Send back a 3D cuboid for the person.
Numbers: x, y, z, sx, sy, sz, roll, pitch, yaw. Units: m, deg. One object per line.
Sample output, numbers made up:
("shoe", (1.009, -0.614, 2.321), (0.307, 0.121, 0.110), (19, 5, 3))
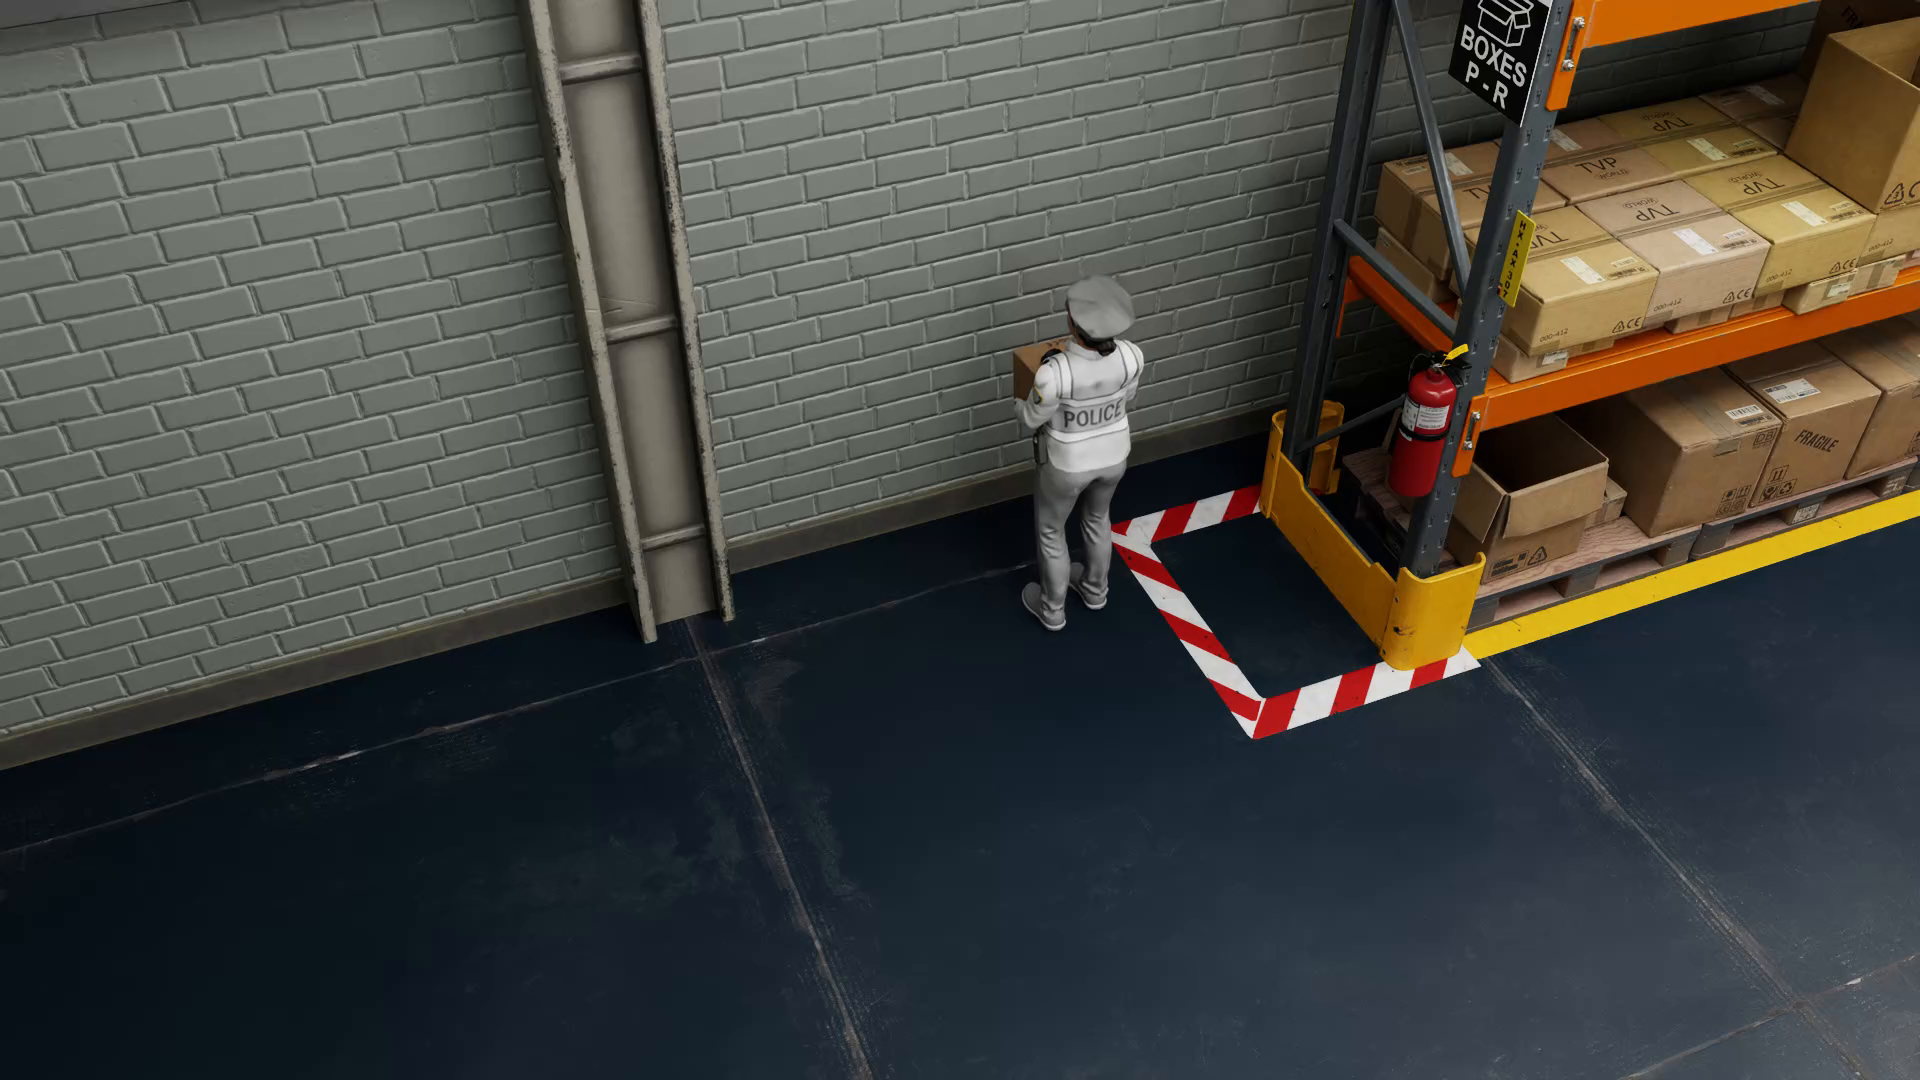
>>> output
("person", (0.445, -0.368, 6.548), (0.461, 1.687, 0.562), (-15, 44, -16))
